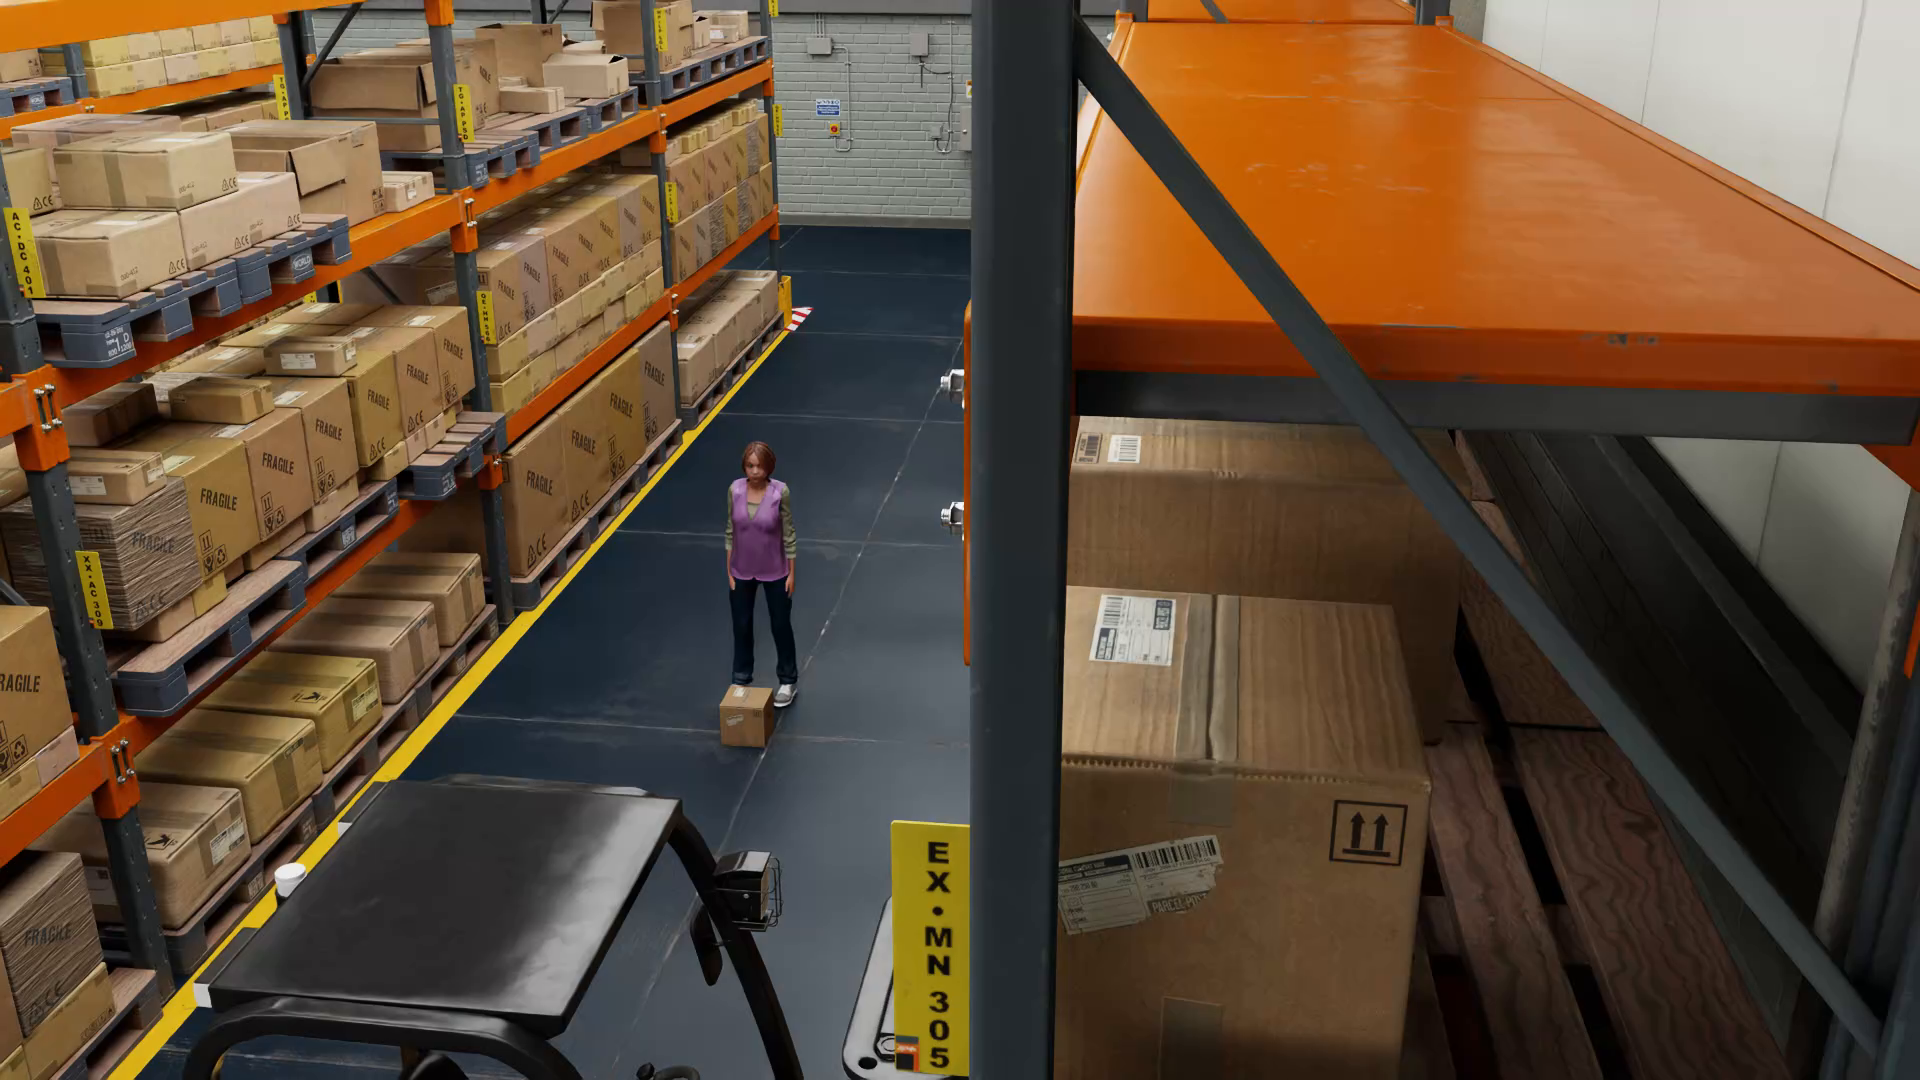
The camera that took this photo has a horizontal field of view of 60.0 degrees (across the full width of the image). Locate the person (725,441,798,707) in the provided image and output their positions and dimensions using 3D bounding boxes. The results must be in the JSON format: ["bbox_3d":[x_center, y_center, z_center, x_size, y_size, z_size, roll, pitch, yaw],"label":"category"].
[{"bbox_3d":[-1.148,0.201,9.582,0.422,1.597,0.327,3,22,7],"label":"person"}]
